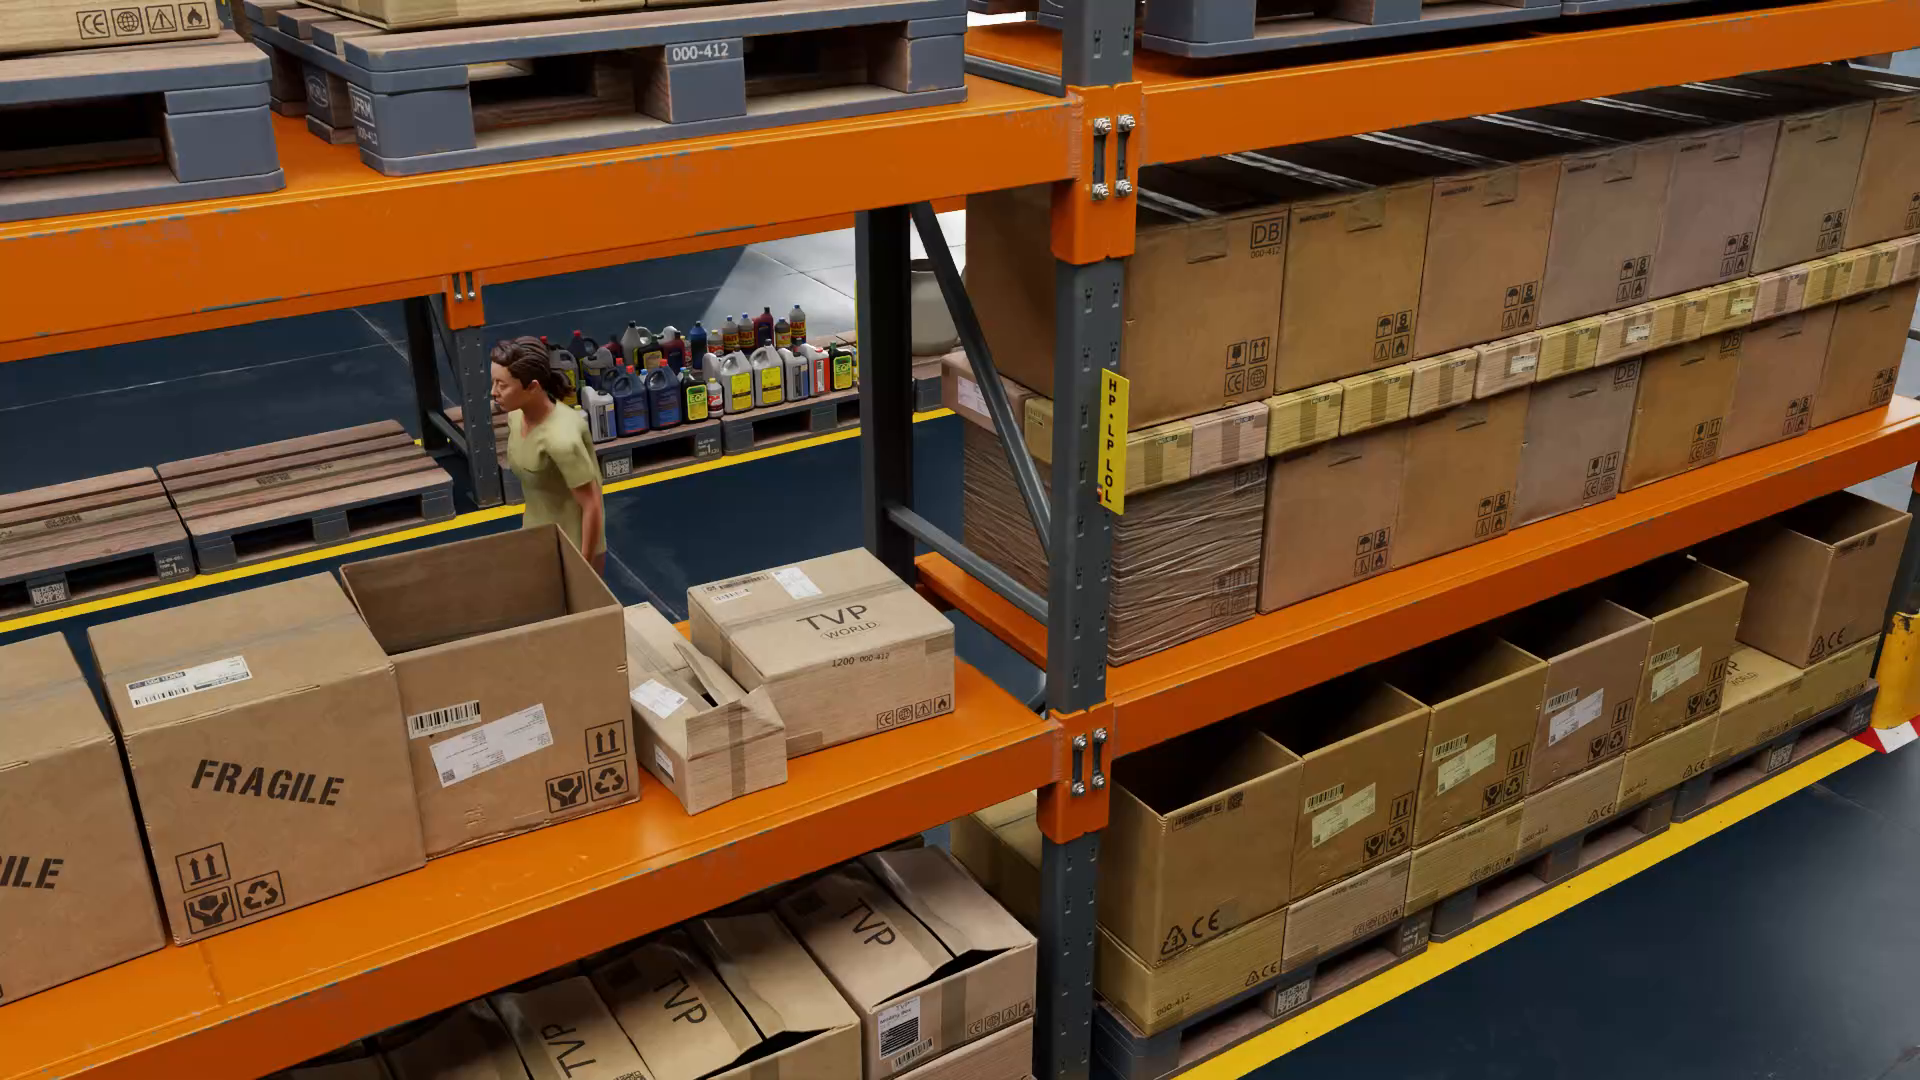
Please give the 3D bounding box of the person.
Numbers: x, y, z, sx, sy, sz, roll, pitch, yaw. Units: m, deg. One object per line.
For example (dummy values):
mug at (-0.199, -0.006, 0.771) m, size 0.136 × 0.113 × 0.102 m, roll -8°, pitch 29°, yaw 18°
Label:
person at (-1.470, 0.047, 6.011) m, size 0.364 × 1.671 × 0.521 m, roll -18°, pitch 30°, yaw -33°
